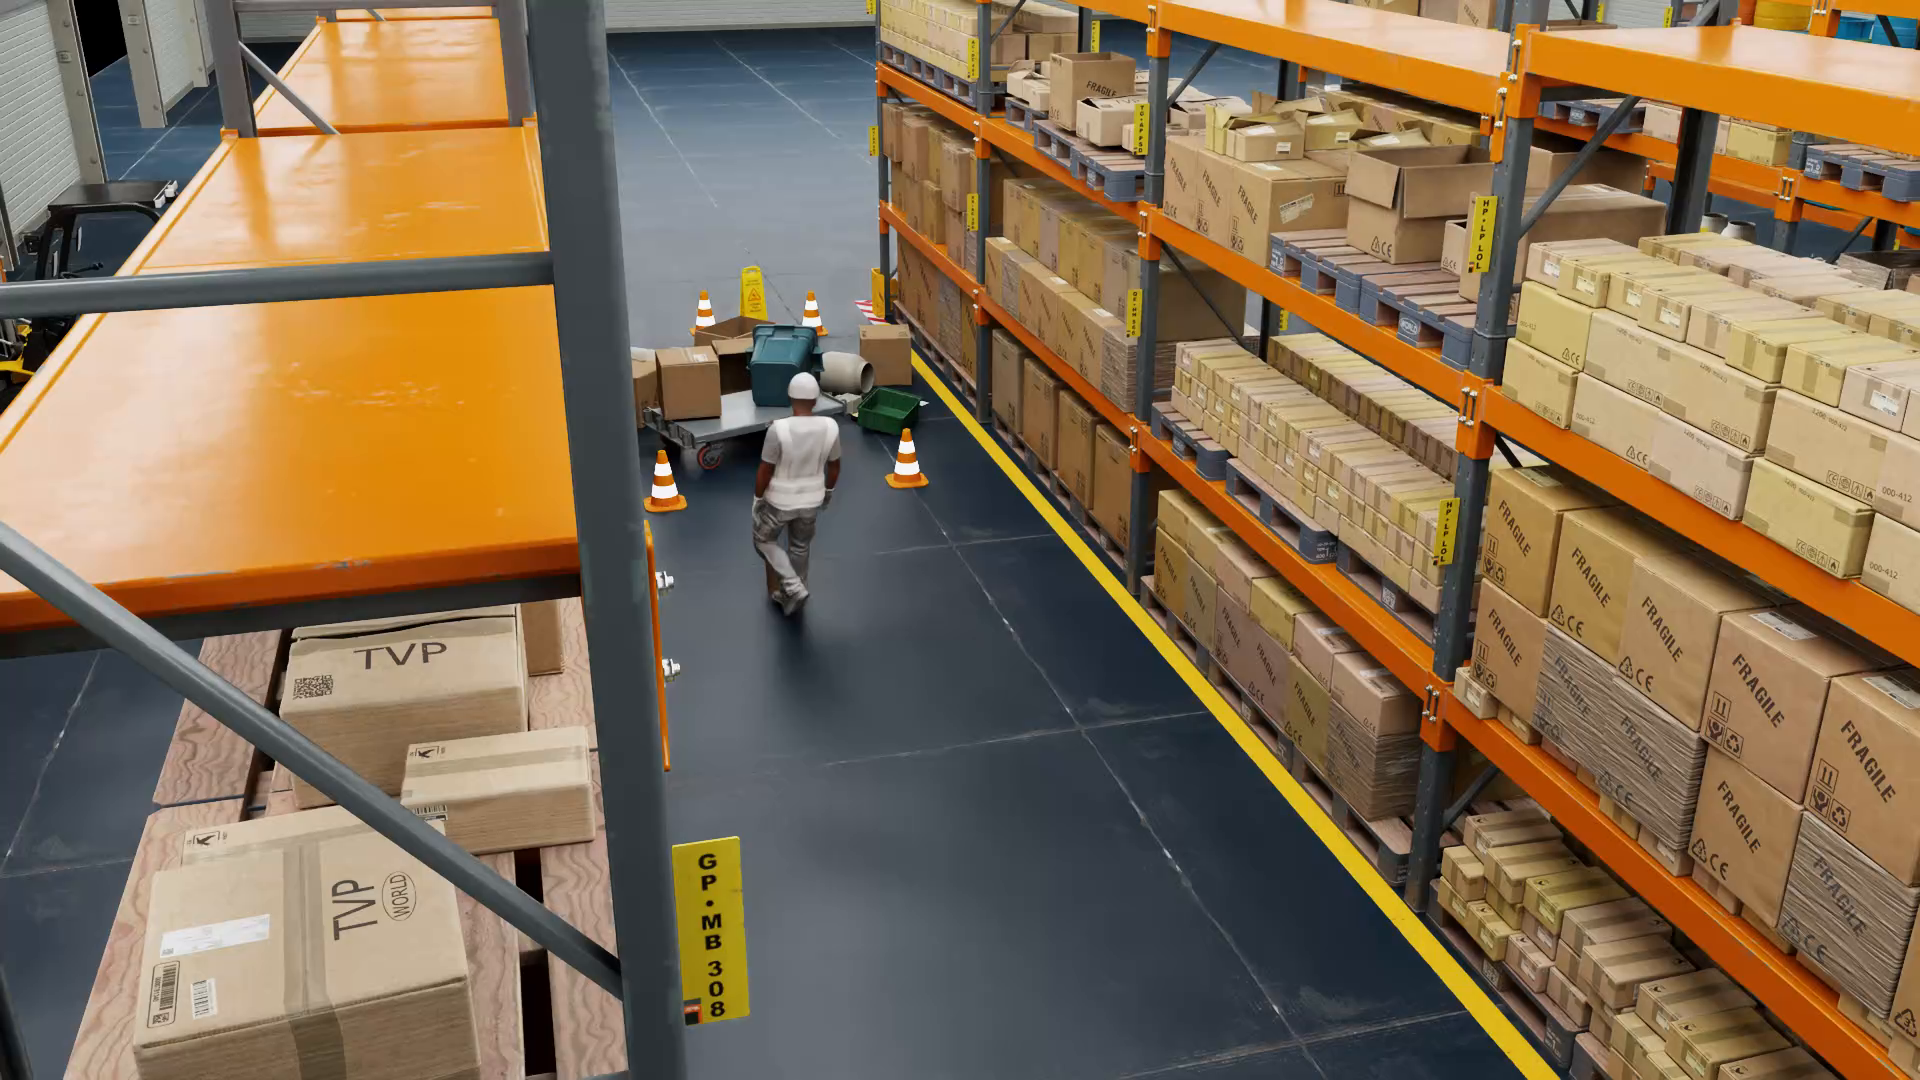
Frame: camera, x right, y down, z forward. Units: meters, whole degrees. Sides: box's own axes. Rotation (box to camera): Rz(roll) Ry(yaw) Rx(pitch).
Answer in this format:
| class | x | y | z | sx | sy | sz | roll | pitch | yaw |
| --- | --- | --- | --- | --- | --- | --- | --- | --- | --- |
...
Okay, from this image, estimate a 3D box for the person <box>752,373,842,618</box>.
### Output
| class | x | y | z | sx | sy | sz | roll | pitch | yaw |
| --- | --- | --- | --- | --- | --- | --- | --- | --- | --- |
| person | -1.163 | -0.311 | 11.362 | 0.636 | 1.771 | 0.675 | -12 | 26 | -26 |
